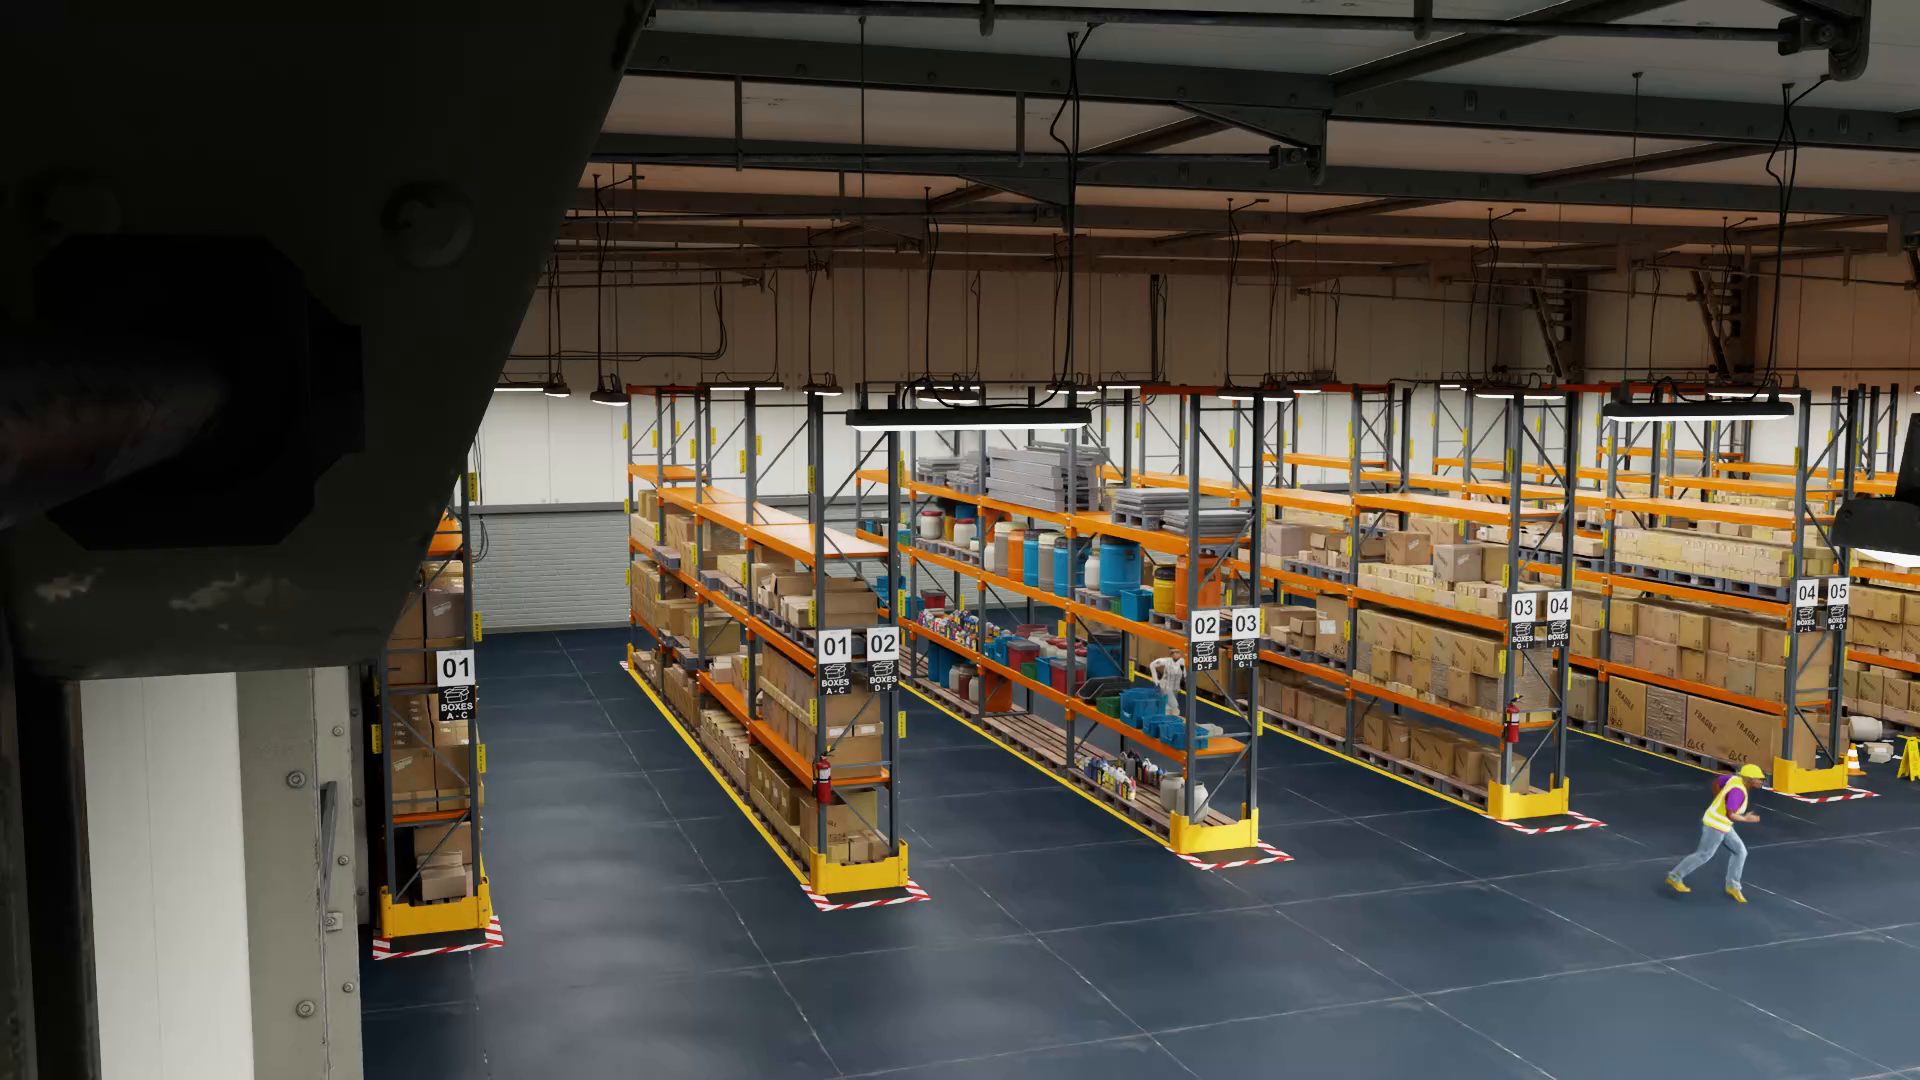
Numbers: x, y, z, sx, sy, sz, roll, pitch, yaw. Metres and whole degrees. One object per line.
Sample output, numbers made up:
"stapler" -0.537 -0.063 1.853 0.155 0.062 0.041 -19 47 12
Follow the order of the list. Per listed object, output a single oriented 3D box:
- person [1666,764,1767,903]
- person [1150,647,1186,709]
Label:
"person" 9.018 3.486 19.844 1.037 1.712 0.747 3 6 24
"person" 3.571 2.581 28.453 0.606 1.674 0.906 -3 7 -29
